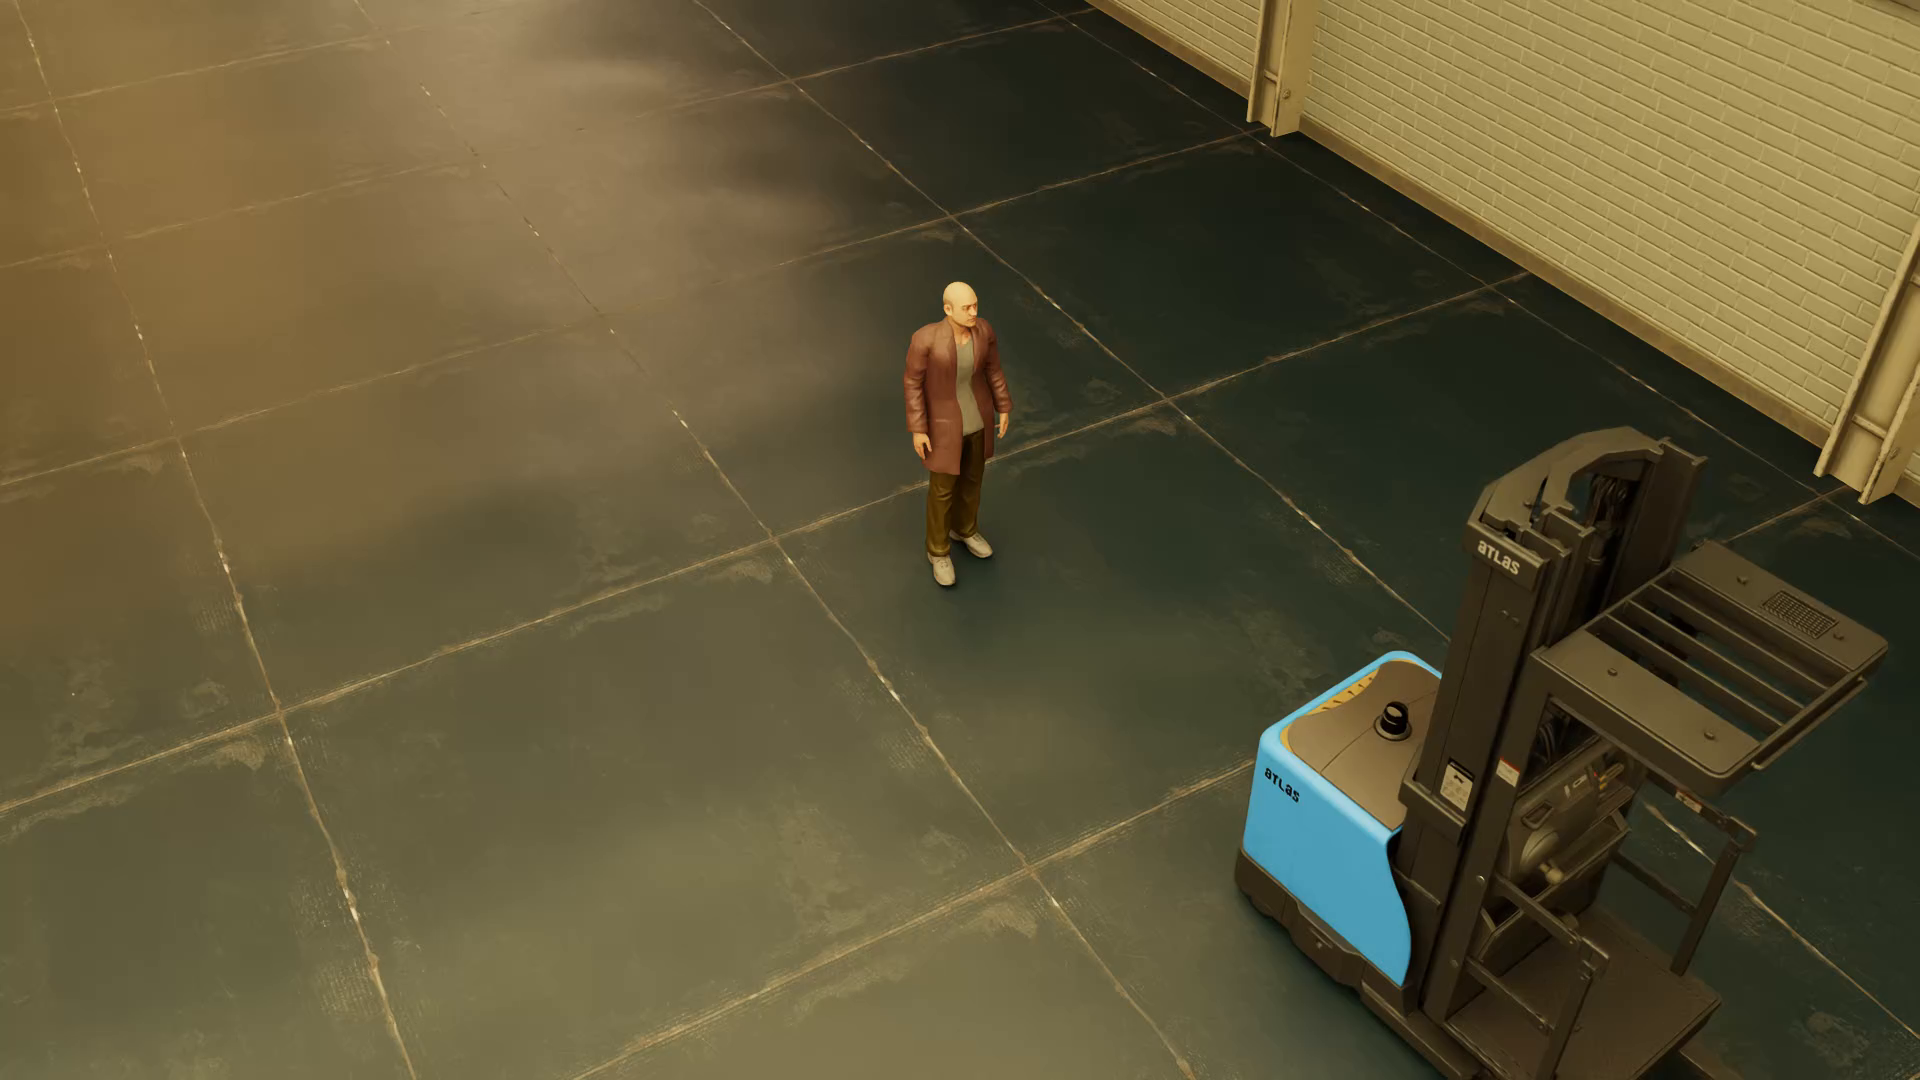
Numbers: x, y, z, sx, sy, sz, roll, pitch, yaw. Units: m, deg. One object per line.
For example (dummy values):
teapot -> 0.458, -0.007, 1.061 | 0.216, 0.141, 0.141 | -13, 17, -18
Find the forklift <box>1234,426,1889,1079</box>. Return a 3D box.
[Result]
forklift -> 2.653, 1.141, 6.661 | 1.130, 2.935, 3.031 | -26, 46, -28

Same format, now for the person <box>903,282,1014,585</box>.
person -> 0.041, -0.638, 9.698 | 0.696, 1.776, 0.582 | -20, 44, -23
